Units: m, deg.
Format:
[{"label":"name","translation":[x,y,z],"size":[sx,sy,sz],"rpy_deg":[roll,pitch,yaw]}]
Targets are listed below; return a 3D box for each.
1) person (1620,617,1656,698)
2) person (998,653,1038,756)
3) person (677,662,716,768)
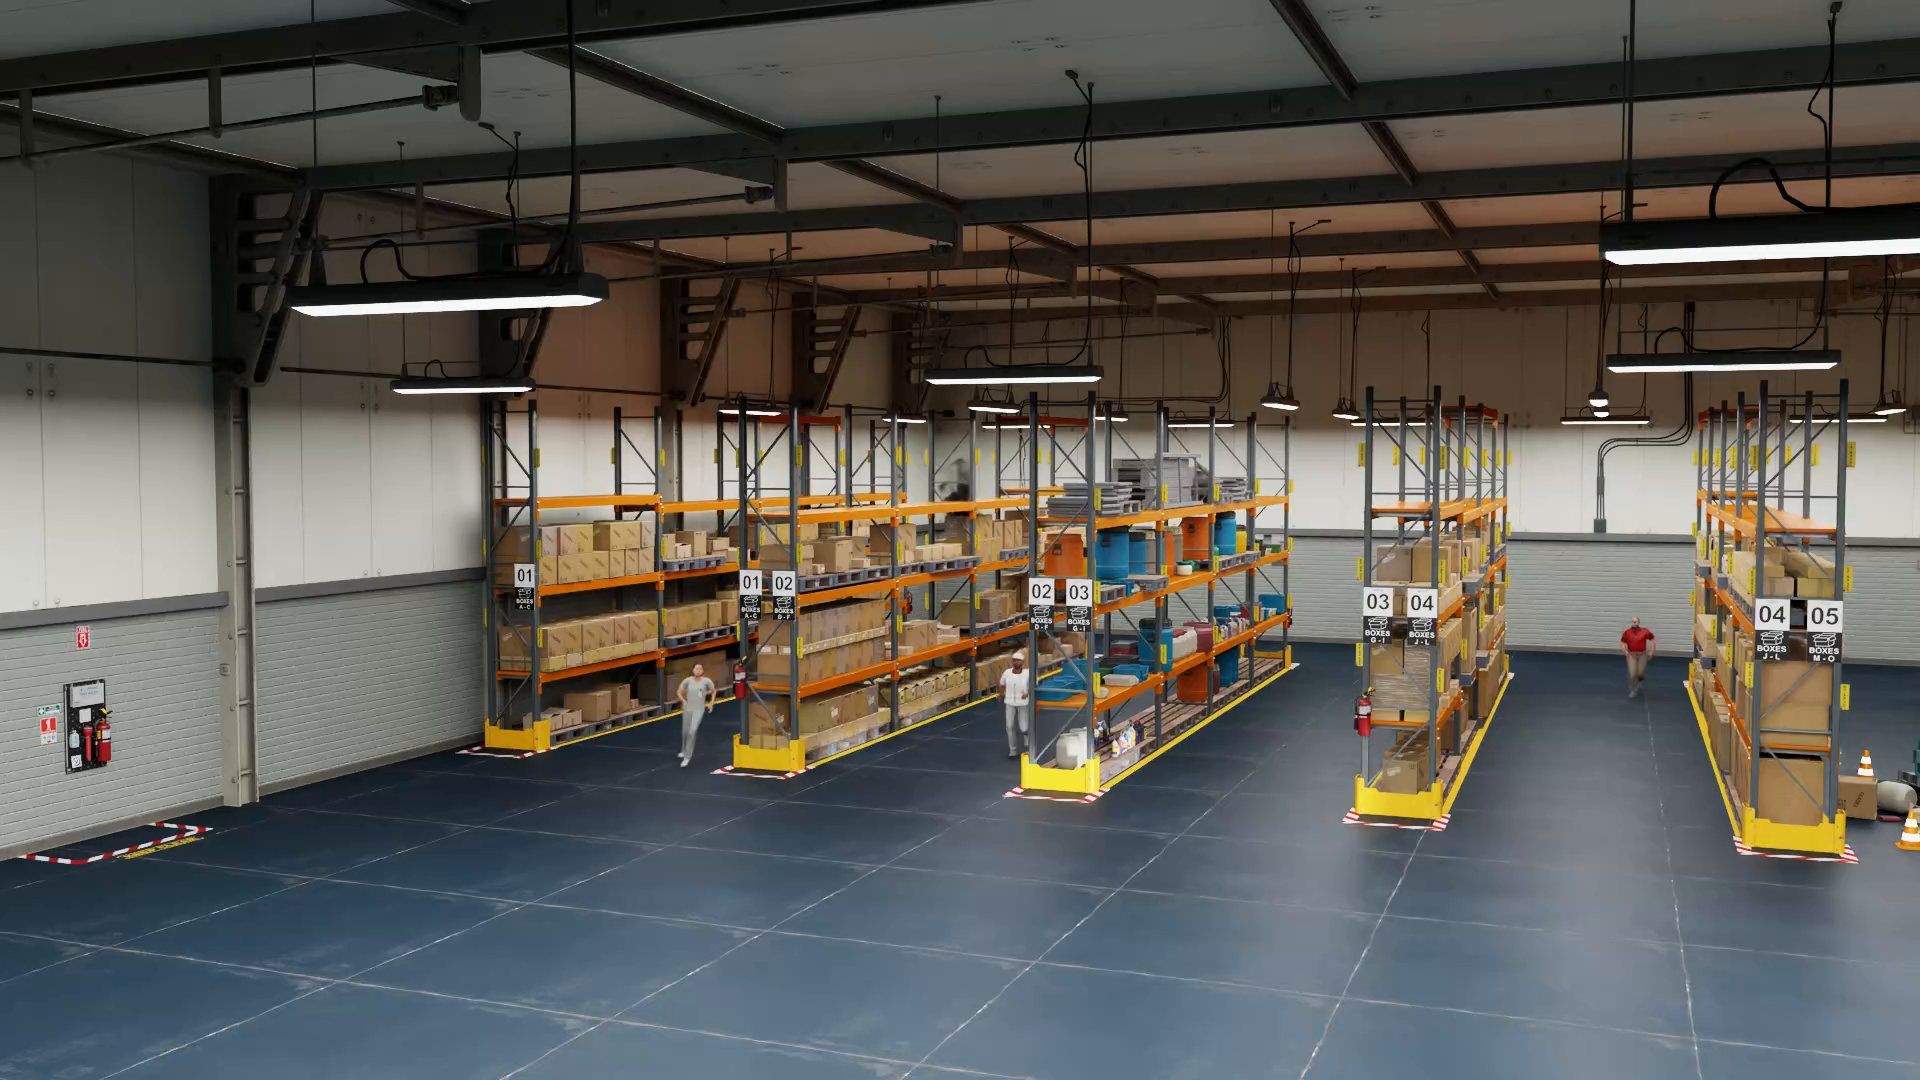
[{"label":"person","translation":[14.158,2.455,34.776],"size":[0.684,1.691,0.645],"rpy_deg":[2,3,30]},{"label":"person","translation":[0.965,2.757,28.023],"size":[0.709,1.729,0.770],"rpy_deg":[1,3,17]},{"label":"person","translation":[-4.351,2.835,27.251],"size":[0.647,1.680,0.840],"rpy_deg":[0,3,4]}]
